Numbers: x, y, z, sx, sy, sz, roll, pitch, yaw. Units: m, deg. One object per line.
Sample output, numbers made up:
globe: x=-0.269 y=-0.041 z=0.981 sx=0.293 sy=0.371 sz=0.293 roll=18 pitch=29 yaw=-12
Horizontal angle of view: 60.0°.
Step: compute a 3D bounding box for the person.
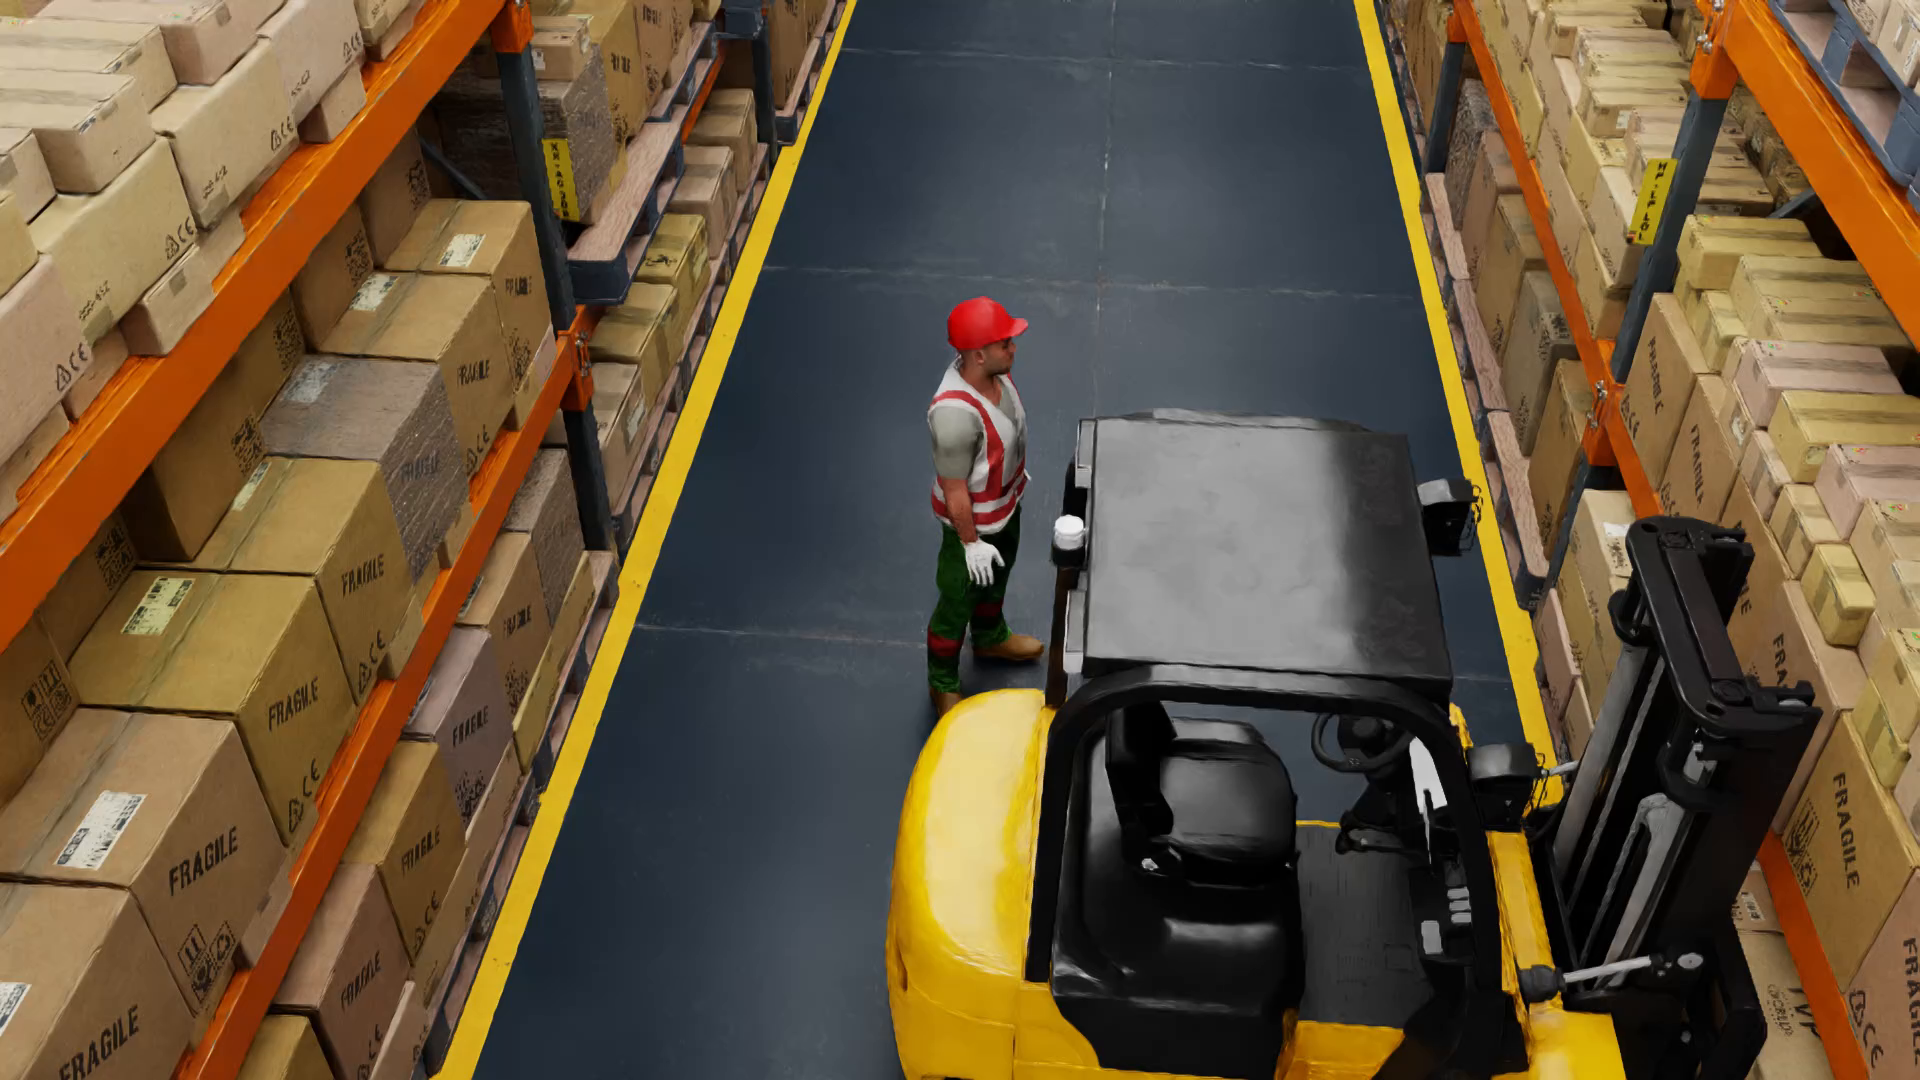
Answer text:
person: x=0.092 y=-0.131 z=6.250 sx=0.379 sy=1.795 sz=0.665 roll=14 pitch=42 yaw=17
